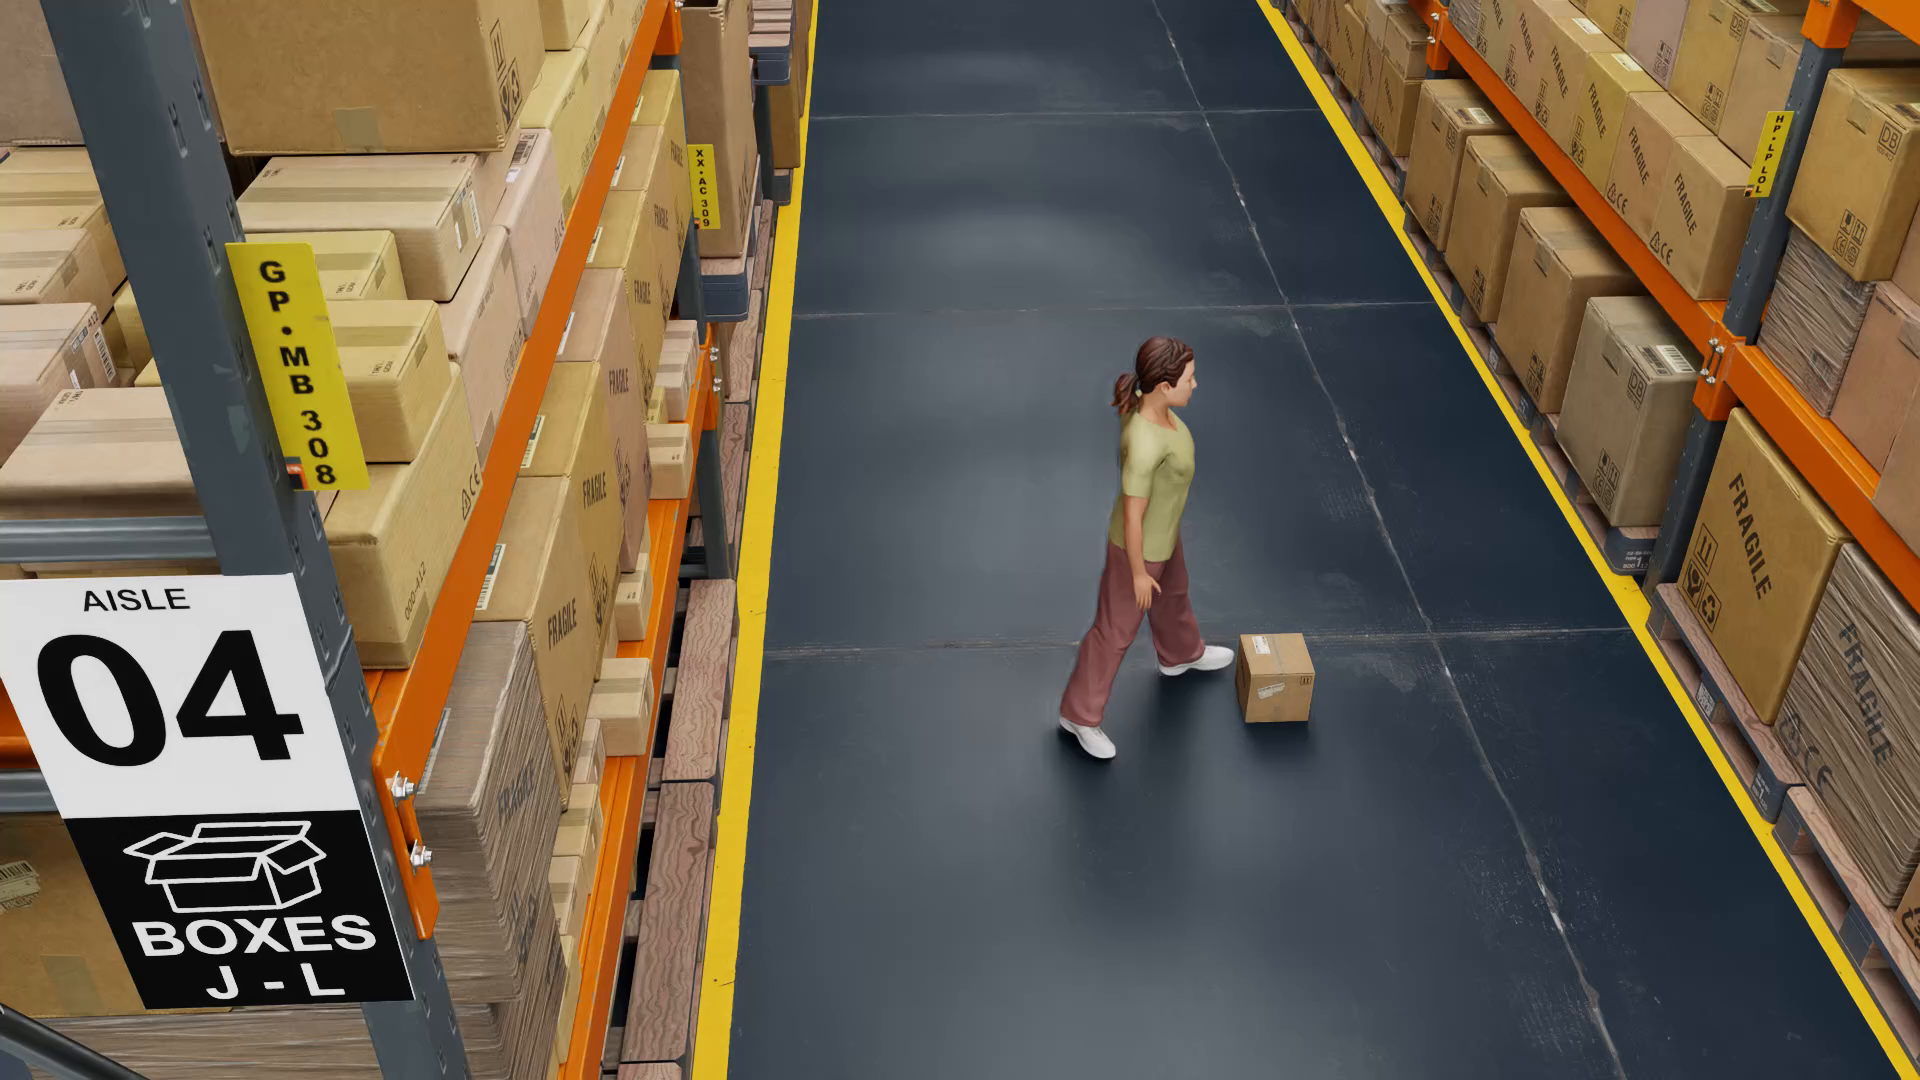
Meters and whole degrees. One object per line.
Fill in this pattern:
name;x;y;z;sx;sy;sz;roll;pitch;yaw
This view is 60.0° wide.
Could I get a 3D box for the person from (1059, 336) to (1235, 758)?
person;0.740;-0.006;6.144;0.669;1.654;0.683;5;36;8
